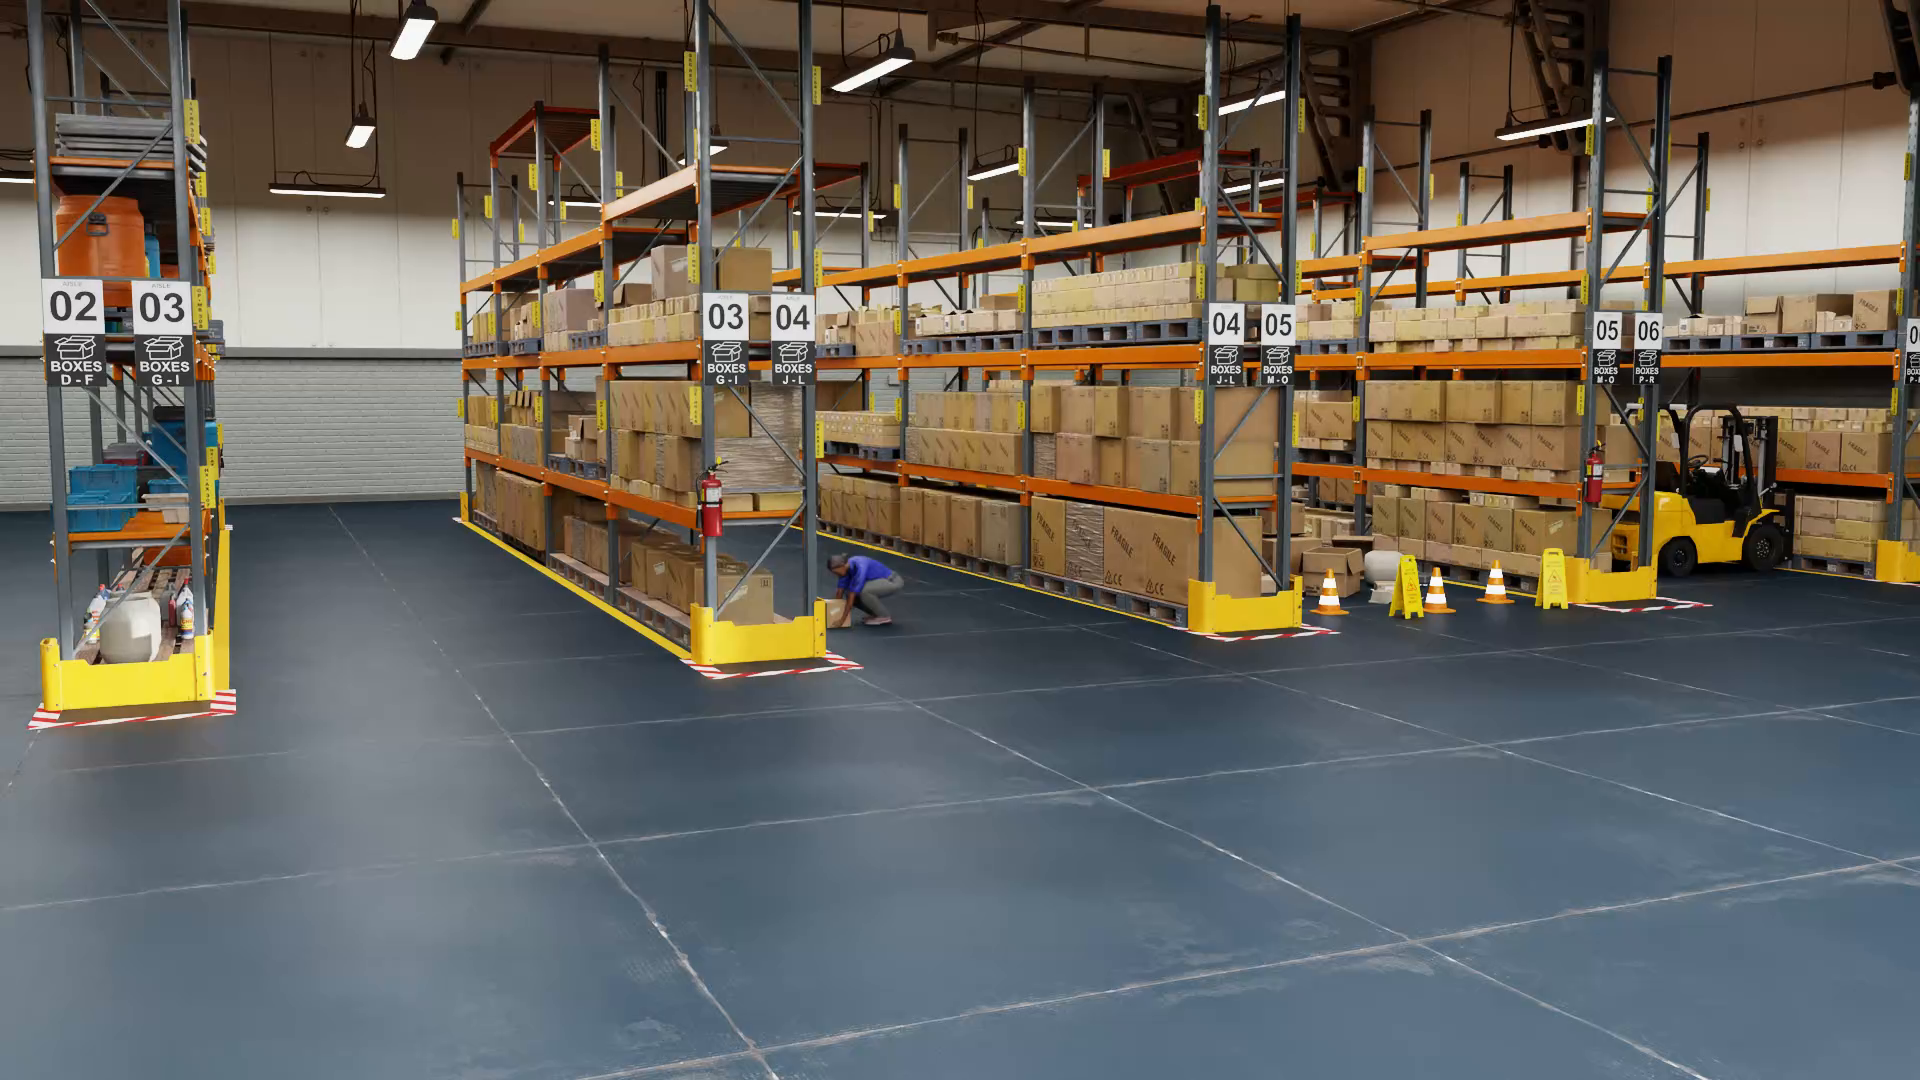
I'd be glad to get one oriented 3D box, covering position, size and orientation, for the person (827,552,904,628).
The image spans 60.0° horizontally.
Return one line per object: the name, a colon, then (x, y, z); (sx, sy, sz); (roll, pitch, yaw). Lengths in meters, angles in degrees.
person: (-0.967, 0.510, 16.824); (0.832, 0.803, 0.461); (-3, 6, -25)
